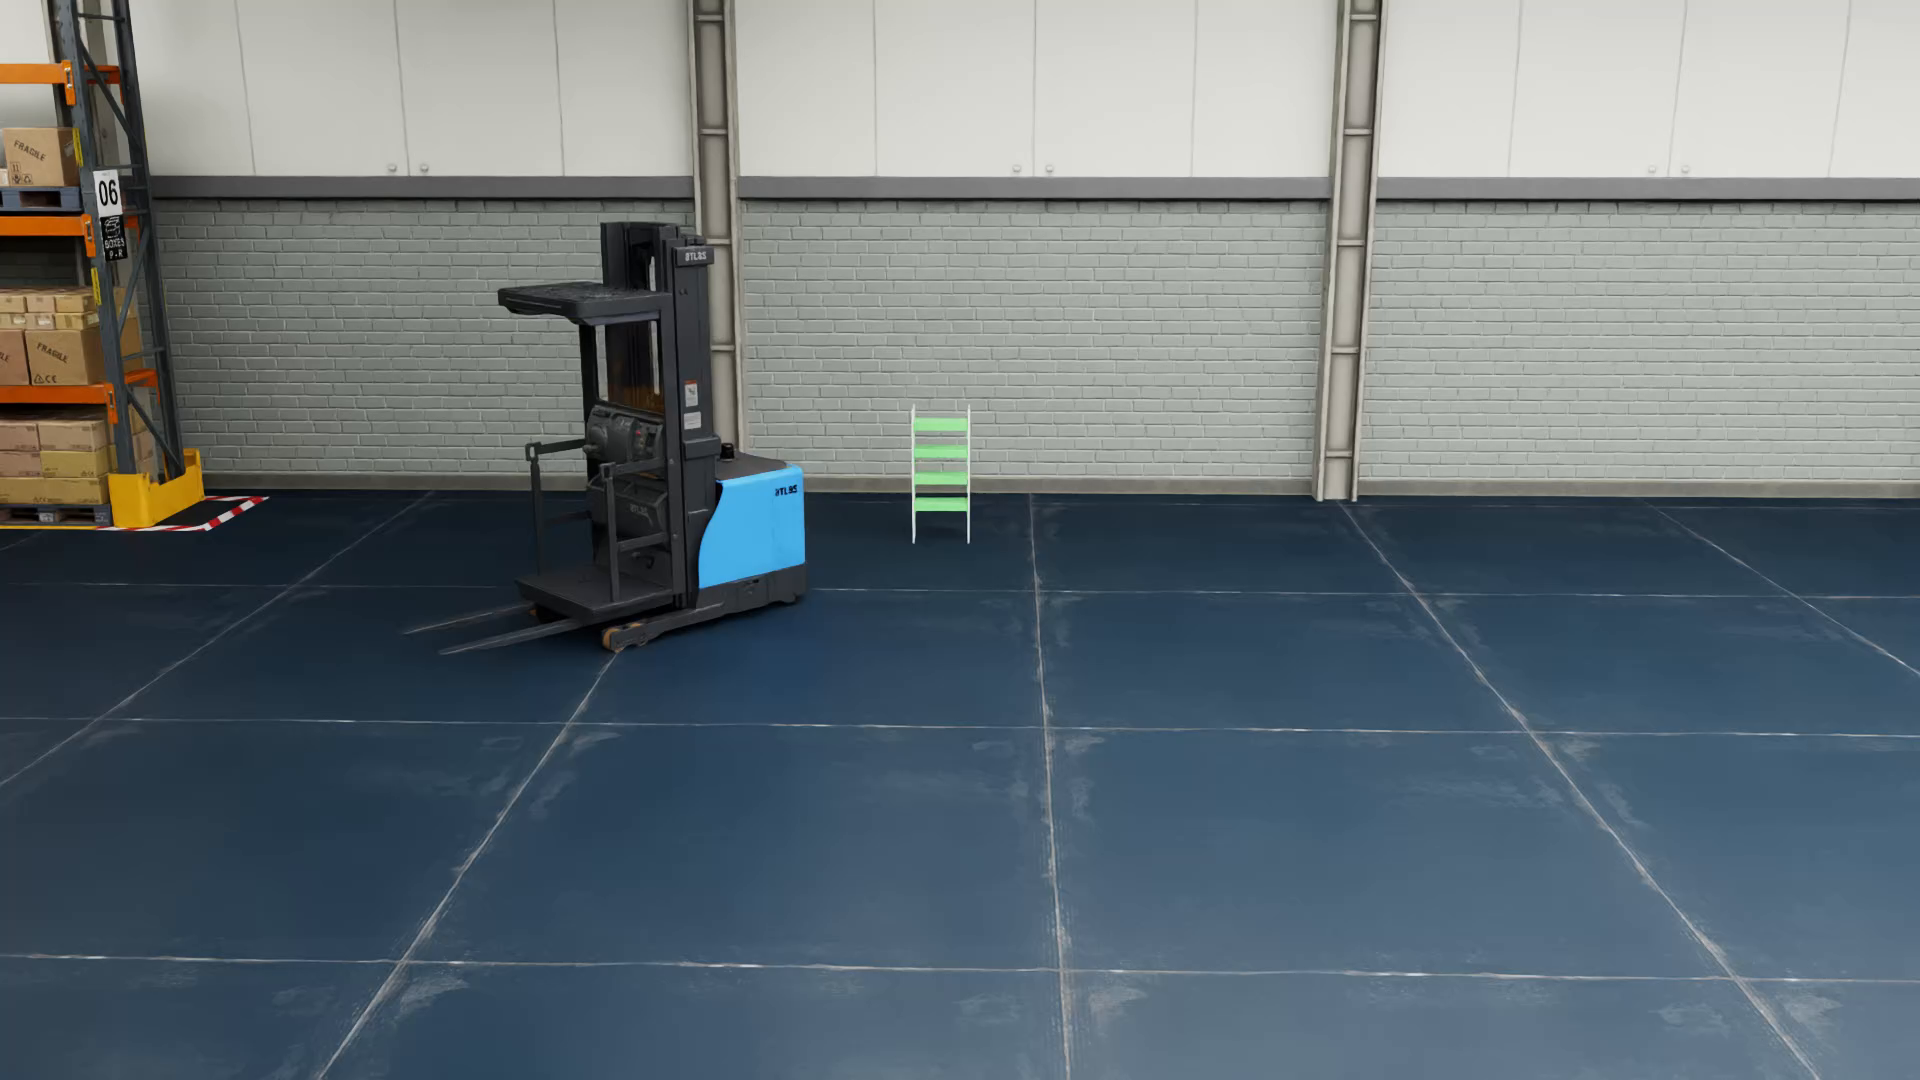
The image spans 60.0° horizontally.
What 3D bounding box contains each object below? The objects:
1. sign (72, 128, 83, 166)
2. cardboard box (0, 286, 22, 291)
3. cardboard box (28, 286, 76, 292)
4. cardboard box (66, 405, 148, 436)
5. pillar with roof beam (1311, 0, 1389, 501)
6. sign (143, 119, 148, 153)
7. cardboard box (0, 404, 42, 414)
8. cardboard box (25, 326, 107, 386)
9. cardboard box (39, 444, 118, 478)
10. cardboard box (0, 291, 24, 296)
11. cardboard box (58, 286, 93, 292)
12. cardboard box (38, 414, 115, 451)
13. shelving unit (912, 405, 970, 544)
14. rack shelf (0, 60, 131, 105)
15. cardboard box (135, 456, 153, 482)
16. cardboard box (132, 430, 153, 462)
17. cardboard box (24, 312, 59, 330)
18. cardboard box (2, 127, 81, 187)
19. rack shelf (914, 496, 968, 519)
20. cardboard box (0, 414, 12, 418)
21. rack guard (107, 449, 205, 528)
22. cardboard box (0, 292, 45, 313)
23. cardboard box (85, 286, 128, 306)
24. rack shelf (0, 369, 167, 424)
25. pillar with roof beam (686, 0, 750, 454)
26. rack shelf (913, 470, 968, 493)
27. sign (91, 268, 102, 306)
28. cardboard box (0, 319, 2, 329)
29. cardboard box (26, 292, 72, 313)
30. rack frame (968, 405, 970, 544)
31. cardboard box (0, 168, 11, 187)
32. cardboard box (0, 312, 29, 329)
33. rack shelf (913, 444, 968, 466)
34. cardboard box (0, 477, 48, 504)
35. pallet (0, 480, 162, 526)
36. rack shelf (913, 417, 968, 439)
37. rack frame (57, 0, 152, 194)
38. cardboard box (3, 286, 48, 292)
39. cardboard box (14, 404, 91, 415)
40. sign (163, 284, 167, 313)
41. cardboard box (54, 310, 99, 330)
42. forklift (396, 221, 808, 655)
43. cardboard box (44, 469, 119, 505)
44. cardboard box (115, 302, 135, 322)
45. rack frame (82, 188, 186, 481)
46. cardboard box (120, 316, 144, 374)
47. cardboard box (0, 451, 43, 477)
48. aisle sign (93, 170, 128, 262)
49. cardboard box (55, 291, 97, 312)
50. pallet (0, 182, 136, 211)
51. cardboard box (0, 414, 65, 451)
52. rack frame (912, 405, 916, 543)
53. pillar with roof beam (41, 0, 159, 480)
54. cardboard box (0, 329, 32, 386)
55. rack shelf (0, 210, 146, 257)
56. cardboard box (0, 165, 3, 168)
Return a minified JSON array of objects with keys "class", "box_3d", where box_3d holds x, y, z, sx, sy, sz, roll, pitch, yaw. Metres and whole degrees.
[{"class":"sign","box_3d":[-7.658,-3.414,14.438,0.005,0.325,0.100,0,15,1]},{"class":"cardboard box","box_3d":[-8.997,-2.283,15.564,0.250,0.149,0.380,1,15,3]},{"class":"cardboard box","box_3d":[-8.486,-2.282,15.561,0.250,0.149,0.380,1,15,2]},{"class":"cardboard box","box_3d":[-8.106,-1.120,15.812,0.500,0.250,0.500,0,15,1]},{"class":"pillar with roof beam","box_3d":[3.583,-3.671,11.113,0.400,9.000,9.100,0,15,1]},{"class":"sign","box_3d":[-7.610,-3.764,15.480,0.005,0.325,0.100,0,15,1]},{"class":"cardboard box","box_3d":[-9.105,-1.128,15.843,0.500,0.250,0.500,0,15,1]},{"class":"cardboard box","box_3d":[-8.129,-1.696,15.193,0.500,0.500,0.500,0,15,0]},{"class":"cardboard box","box_3d":[-8.125,-0.750,15.391,0.500,0.250,0.500,0,15,1]},{"class":"cardboard box","box_3d":[-8.750,-2.175,15.154,0.250,0.149,0.380,0,15,2]},{"class":"cardboard box","box_3d":[-8.225,-2.292,15.596,0.250,0.149,0.380,1,15,3]},{"class":"cardboard box","box_3d":[-8.099,-0.992,15.327,0.500,0.250,0.500,1,15,3]},{"class":"shelving unit","box_3d":[-0.165,-0.581,14.691,0.503,1.200,0.258,0,15,1]},{"class":"rack shelf","box_3d":[-9.630,-4.084,14.874,4.000,0.370,1.077,0,15,1]},{"class":"cardboard box","box_3d":[-8.116,-0.638,15.946,0.500,0.250,0.500,0,15,2]},{"class":"cardboard box","box_3d":[-8.095,-0.883,15.893,0.500,0.250,0.500,1,15,2]},{"class":"cardboard box","box_3d":[-8.240,-1.998,15.067,0.250,0.149,0.380,1,15,2]},{"class":"cardboard box","box_3d":[-8.079,-3.402,14.761,0.500,0.500,0.500,1,15,3]},{"class":"rack shelf","box_3d":[-0.165,-0.287,14.769,0.480,0.148,0.258,0,15,1]},{"class":"cardboard box","box_3d":[-9.114,-0.995,15.337,0.500,0.250,0.500,1,15,2]},{"class":"rack guard","box_3d":[-7.606,-0.503,15.766,0.348,0.500,1.175,0,15,1]},{"class":"cardboard box","box_3d":[-8.503,-2.154,15.075,0.250,0.149,0.380,1,15,3]},{"class":"cardboard box","box_3d":[-7.961,-2.274,15.529,0.250,0.149,0.380,0,15,0]},{"class":"rack shelf","box_3d":[-9.630,-1.377,15.589,4.000,0.370,1.077,0,15,1]},{"class":"pillar with roof beam","box_3d":[-2.415,-3.710,11.261,0.400,9.000,9.100,0,15,1]},{"class":"rack shelf","box_3d":[-0.165,-0.519,14.707,0.480,0.148,0.258,0,15,1]},{"class":"sign","box_3d":[-7.658,-2.248,14.745,0.005,0.325,0.100,0,15,1]},{"class":"cardboard box","box_3d":[-8.746,-2.020,15.150,0.250,0.149,0.380,0,15,1]},{"class":"cardboard box","box_3d":[-8.241,-2.160,15.095,0.250,0.149,0.380,0,15,2]},{"class":"rack frame","box_3d":[0.078,-0.580,14.685,0.015,1.200,0.240,0,15,1]},{"class":"cardboard box","box_3d":[-8.466,-3.220,14.757,0.250,0.149,0.380,0,15,0]},{"class":"cardboard box","box_3d":[-8.498,-2.016,15.133,0.250,0.149,0.380,1,15,2]},{"class":"rack shelf","box_3d":[-0.165,-0.752,14.646,0.480,0.148,0.258,0,15,1]},{"class":"cardboard box","box_3d":[-8.605,-0.513,15.472,0.500,0.250,0.500,0,15,1]},{"class":"pallet","box_3d":[-8.396,-0.358,15.782,1.213,0.211,1.003,0,15,1]},{"class":"rack shelf","box_3d":[-0.165,-0.984,14.585,0.480,0.148,0.258,0,15,1]},{"class":"rack frame","box_3d":[-7.630,-4.612,14.682,0.127,3.000,1.000,0,15,1]},{"class":"cardboard box","box_3d":[-8.733,-2.288,15.581,0.250,0.149,0.380,0,15,2]},{"class":"cardboard box","box_3d":[-8.606,-1.122,15.821,0.500,0.250,0.500,0,15,2]},{"class":"sign","box_3d":[-7.610,-2.310,15.863,0.005,0.325,0.100,0,15,1]},{"class":"cardboard box","box_3d":[-7.984,-2.004,15.090,0.250,0.149,0.380,1,15,2]},{"class":"forklift","box_3d":[-2.598,-0.770,12.014,3.031,2.935,1.130,-14,20,-42]},{"class":"cardboard box","box_3d":[-8.108,-0.508,15.451,0.500,0.250,0.500,0,15,2]},{"class":"cardboard box","box_3d":[-7.963,-2.142,15.611,0.250,0.149,0.380,0,15,0]},{"class":"rack frame","box_3d":[-7.630,-1.712,15.447,0.127,3.000,1.000,0,15,1]},{"class":"cardboard box","box_3d":[-8.118,-1.834,15.715,0.500,0.500,0.500,1,15,3]},{"class":"cardboard box","box_3d":[-8.626,-0.756,15.414,0.500,0.250,0.500,0,15,1]},{"class":"aisle sign","box_3d":[-7.572,-2.893,14.830,0.004,0.787,0.394,0,15,1]},{"class":"cardboard box","box_3d":[-7.994,-2.166,15.119,0.250,0.149,0.380,0,15,2]},{"class":"pallet","box_3d":[-8.336,-3.130,15.119,1.213,0.211,1.003,0,15,1]},{"class":"cardboard box","box_3d":[-8.609,-0.994,15.334,0.500,0.250,0.500,1,15,2]},{"class":"rack frame","box_3d":[-0.409,-0.583,14.697,0.015,1.200,0.240,0,15,1]},{"class":"pillar with roof beam","box_3d":[-8.413,-3.749,11.409,0.400,9.000,9.100,0,15,1]},{"class":"cardboard box","box_3d":[-8.647,-1.702,15.215,0.500,0.500,0.500,1,15,3]},{"class":"rack shelf","box_3d":[-9.630,-2.827,15.206,4.000,0.370,1.077,0,15,1]},{"class":"cardboard box","box_3d":[-8.720,-3.278,14.749,0.258,0.266,0.396,0,15,2]}]
